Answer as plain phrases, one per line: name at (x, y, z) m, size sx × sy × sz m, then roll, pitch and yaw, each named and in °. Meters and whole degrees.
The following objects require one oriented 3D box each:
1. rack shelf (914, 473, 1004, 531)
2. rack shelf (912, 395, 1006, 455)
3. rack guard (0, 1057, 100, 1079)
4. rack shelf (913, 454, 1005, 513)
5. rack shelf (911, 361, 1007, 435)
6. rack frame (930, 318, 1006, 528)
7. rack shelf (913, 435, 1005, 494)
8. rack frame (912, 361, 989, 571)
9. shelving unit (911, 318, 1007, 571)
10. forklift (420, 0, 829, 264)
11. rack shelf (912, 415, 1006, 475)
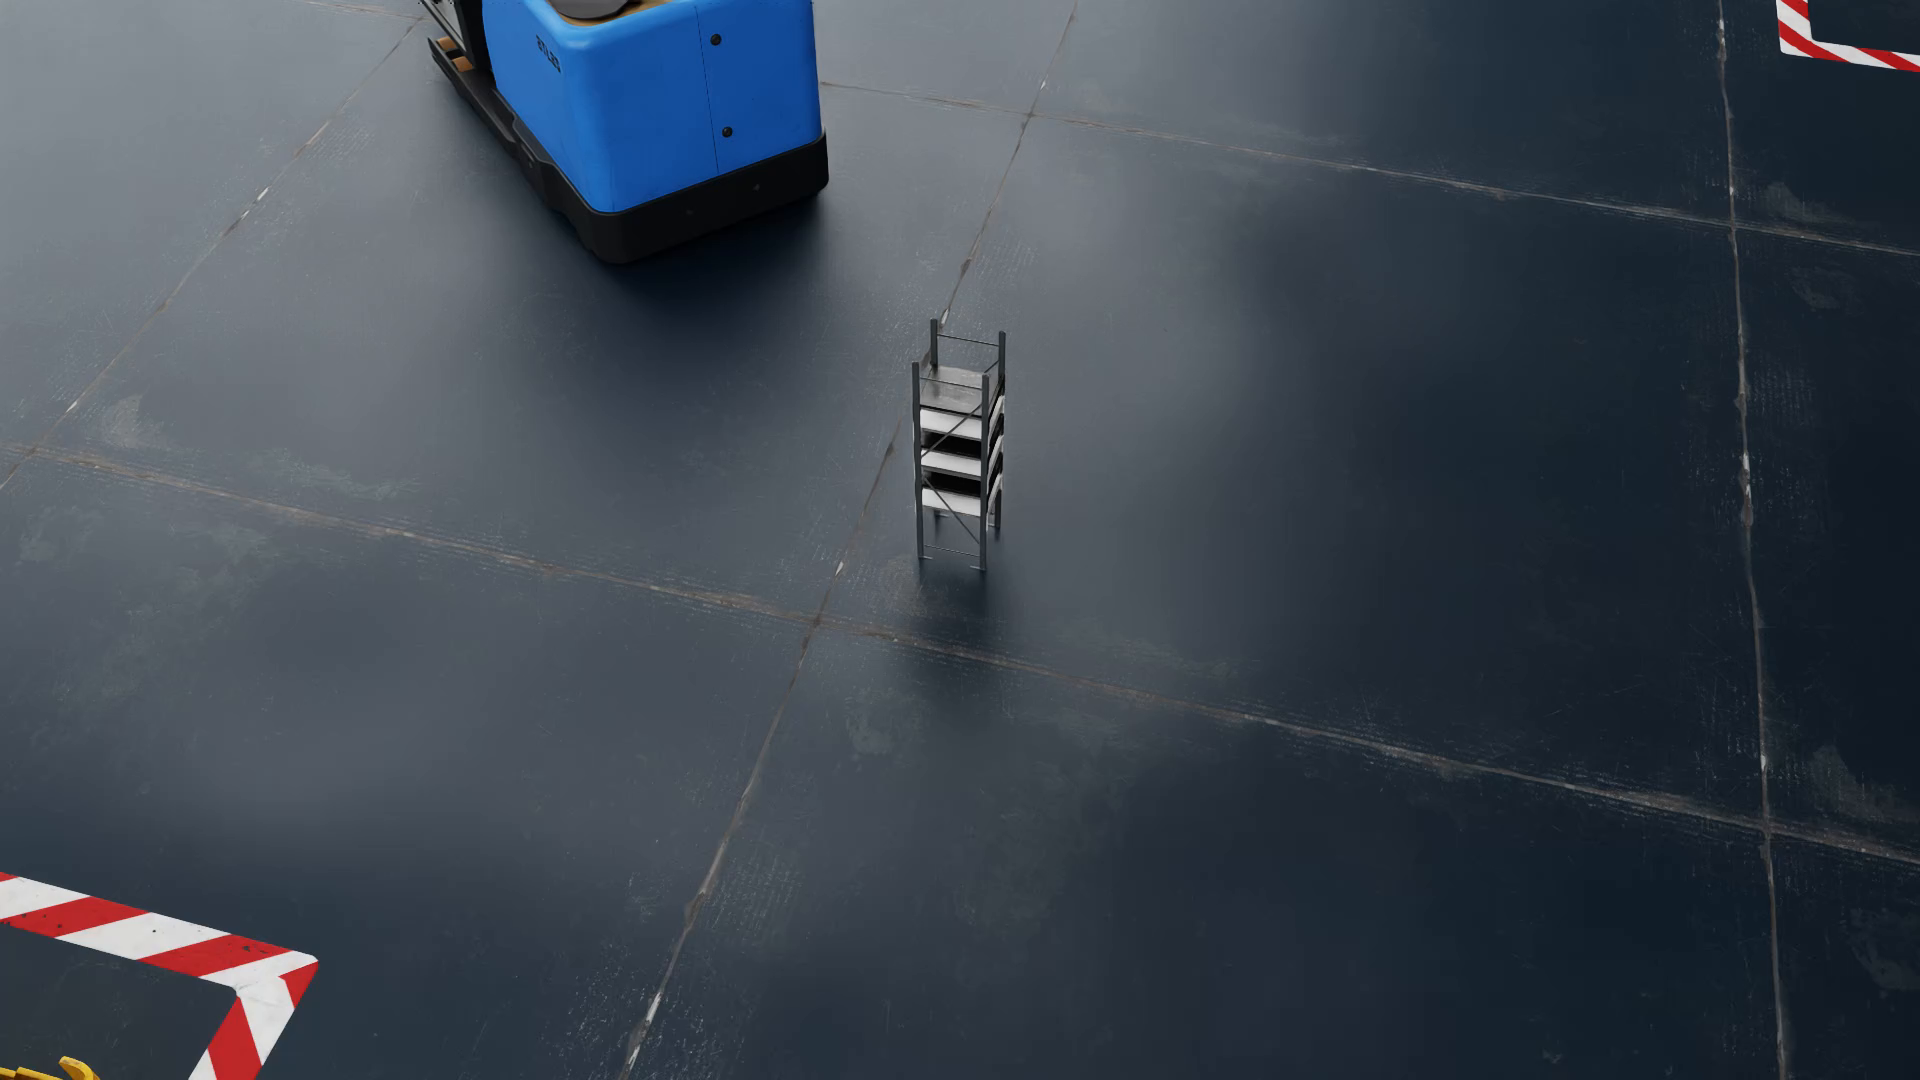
rack shelf at (-0.002, -0.151, 5.567) m, size 0.258 × 0.077 × 0.200 m, roll 12°, pitch 50°, yaw 10°
rack shelf at (-0.002, -0.389, 5.297) m, size 0.258 × 0.077 × 0.200 m, roll 12°, pitch 50°, yaw 10°
rack guard at (-2.651, 1.437, 4.149) m, size 1.175 × 0.500 × 0.348 m, roll 12°, pitch 50°, yaw 10°
rack shelf at (-0.002, -0.210, 5.500) m, size 0.258 × 0.077 × 0.200 m, roll 12°, pitch 50°, yaw 10°
rack shelf at (-0.002, -0.449, 5.230) m, size 0.258 × 0.077 × 0.200 m, roll 12°, pitch 50°, yaw 10°
rack frame at (0.025, -0.365, 5.472) m, size 0.240 × 0.900 × 0.006 m, roll 12°, pitch 50°, yaw 10°
rack shelf at (-0.002, -0.270, 5.432) m, size 0.258 × 0.077 × 0.200 m, roll 12°, pitch 50°, yaw 10°
rack frame at (-0.029, -0.218, 5.343) m, size 0.240 × 0.900 × 0.006 m, roll 12°, pitch 50°, yaw 10°
shelving unit at (-0.002, -0.292, 5.407) m, size 0.258 × 0.900 × 0.210 m, roll 12°, pitch 50°, yaw 10°
forklift at (-1.765, -3.161, 6.585) m, size 1.130 × 2.935 × 3.031 m, roll -25°, pitch 53°, yaw -21°
rack shelf at (-0.002, -0.329, 5.365) m, size 0.258 × 0.077 × 0.200 m, roll 12°, pitch 50°, yaw 10°
